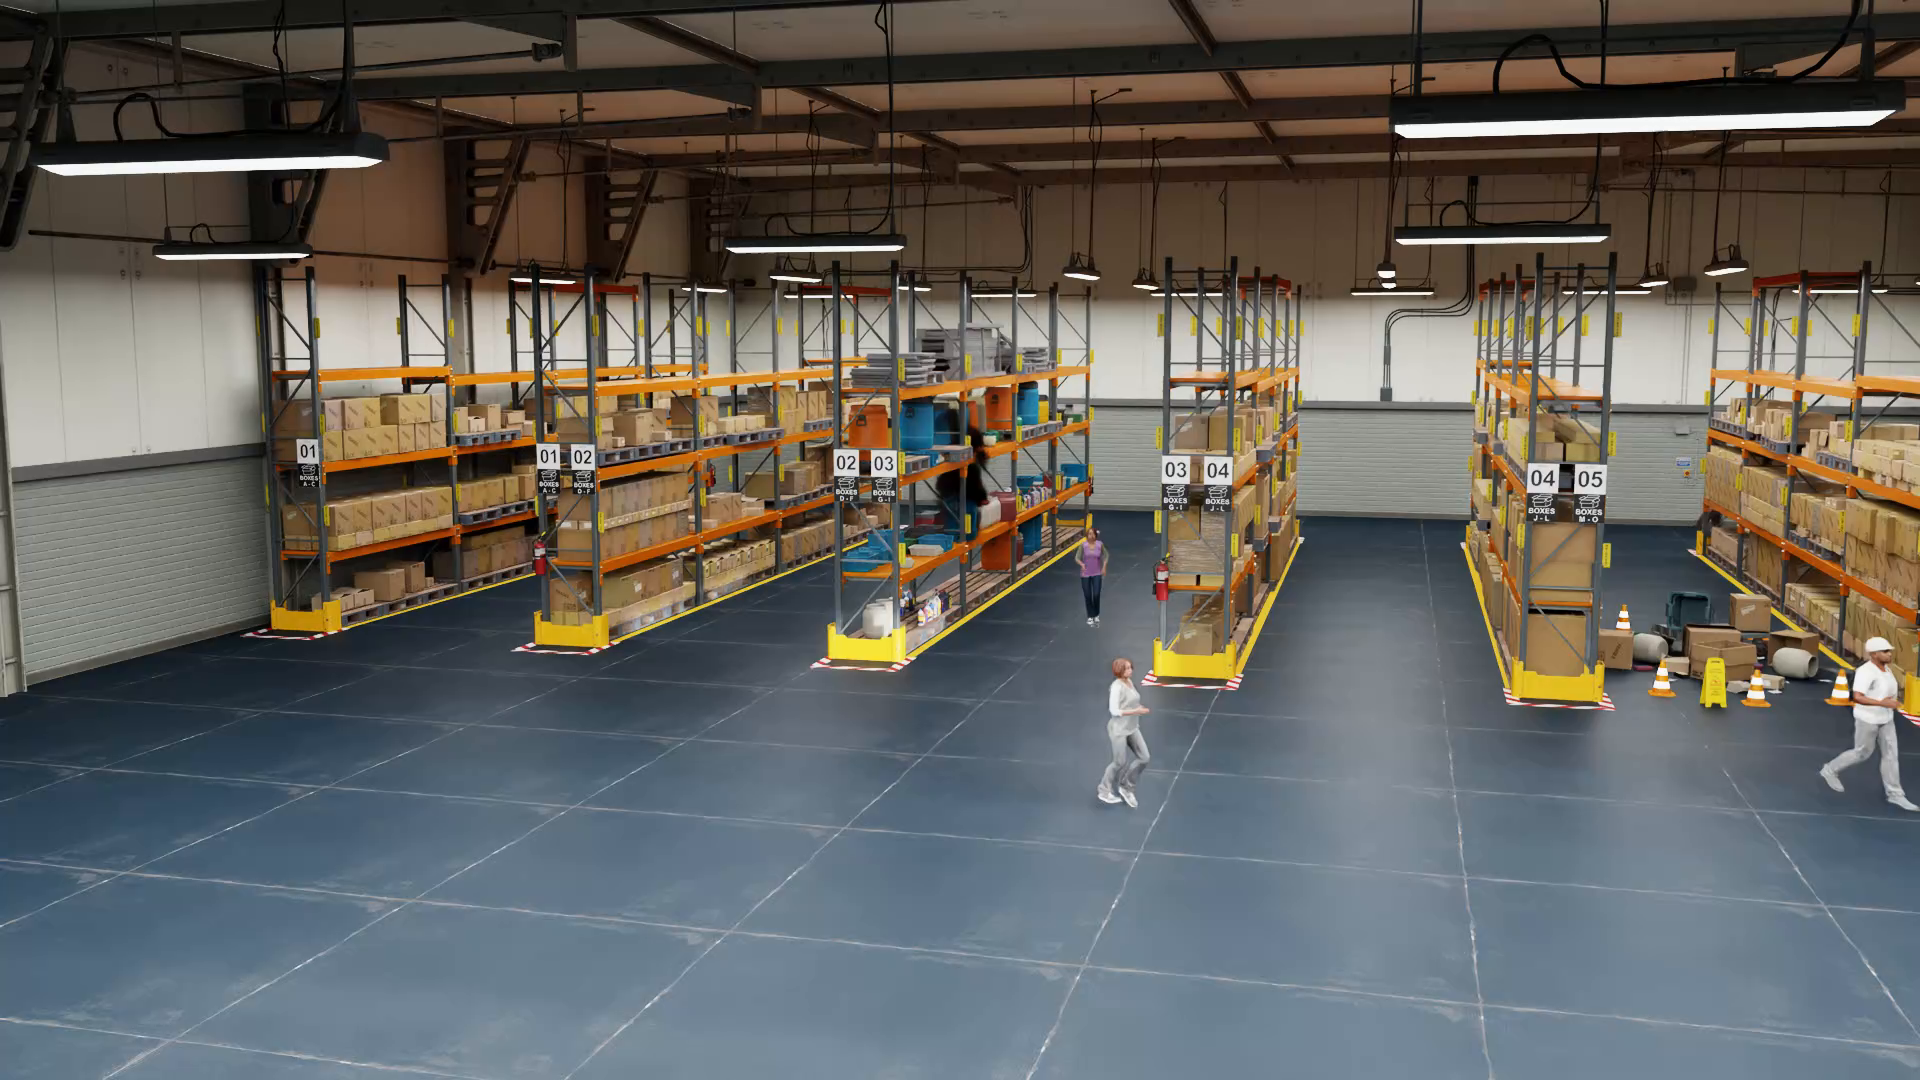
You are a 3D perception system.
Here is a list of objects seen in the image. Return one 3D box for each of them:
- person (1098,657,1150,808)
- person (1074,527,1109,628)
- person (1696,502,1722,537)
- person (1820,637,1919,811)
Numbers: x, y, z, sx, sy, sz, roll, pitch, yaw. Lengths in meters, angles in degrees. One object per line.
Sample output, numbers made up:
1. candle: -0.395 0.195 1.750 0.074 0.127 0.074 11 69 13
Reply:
1. person: 1.735 2.020 17.359 0.631 1.608 0.517 5 9 37
2. person: 2.083 0.608 26.386 0.541 1.592 0.608 1 7 6
3. person: 17.265 -0.659 38.141 0.686 1.735 0.724 7 10 42
4. person: 9.592 1.893 17.486 0.699 1.768 0.986 -5 9 -32
